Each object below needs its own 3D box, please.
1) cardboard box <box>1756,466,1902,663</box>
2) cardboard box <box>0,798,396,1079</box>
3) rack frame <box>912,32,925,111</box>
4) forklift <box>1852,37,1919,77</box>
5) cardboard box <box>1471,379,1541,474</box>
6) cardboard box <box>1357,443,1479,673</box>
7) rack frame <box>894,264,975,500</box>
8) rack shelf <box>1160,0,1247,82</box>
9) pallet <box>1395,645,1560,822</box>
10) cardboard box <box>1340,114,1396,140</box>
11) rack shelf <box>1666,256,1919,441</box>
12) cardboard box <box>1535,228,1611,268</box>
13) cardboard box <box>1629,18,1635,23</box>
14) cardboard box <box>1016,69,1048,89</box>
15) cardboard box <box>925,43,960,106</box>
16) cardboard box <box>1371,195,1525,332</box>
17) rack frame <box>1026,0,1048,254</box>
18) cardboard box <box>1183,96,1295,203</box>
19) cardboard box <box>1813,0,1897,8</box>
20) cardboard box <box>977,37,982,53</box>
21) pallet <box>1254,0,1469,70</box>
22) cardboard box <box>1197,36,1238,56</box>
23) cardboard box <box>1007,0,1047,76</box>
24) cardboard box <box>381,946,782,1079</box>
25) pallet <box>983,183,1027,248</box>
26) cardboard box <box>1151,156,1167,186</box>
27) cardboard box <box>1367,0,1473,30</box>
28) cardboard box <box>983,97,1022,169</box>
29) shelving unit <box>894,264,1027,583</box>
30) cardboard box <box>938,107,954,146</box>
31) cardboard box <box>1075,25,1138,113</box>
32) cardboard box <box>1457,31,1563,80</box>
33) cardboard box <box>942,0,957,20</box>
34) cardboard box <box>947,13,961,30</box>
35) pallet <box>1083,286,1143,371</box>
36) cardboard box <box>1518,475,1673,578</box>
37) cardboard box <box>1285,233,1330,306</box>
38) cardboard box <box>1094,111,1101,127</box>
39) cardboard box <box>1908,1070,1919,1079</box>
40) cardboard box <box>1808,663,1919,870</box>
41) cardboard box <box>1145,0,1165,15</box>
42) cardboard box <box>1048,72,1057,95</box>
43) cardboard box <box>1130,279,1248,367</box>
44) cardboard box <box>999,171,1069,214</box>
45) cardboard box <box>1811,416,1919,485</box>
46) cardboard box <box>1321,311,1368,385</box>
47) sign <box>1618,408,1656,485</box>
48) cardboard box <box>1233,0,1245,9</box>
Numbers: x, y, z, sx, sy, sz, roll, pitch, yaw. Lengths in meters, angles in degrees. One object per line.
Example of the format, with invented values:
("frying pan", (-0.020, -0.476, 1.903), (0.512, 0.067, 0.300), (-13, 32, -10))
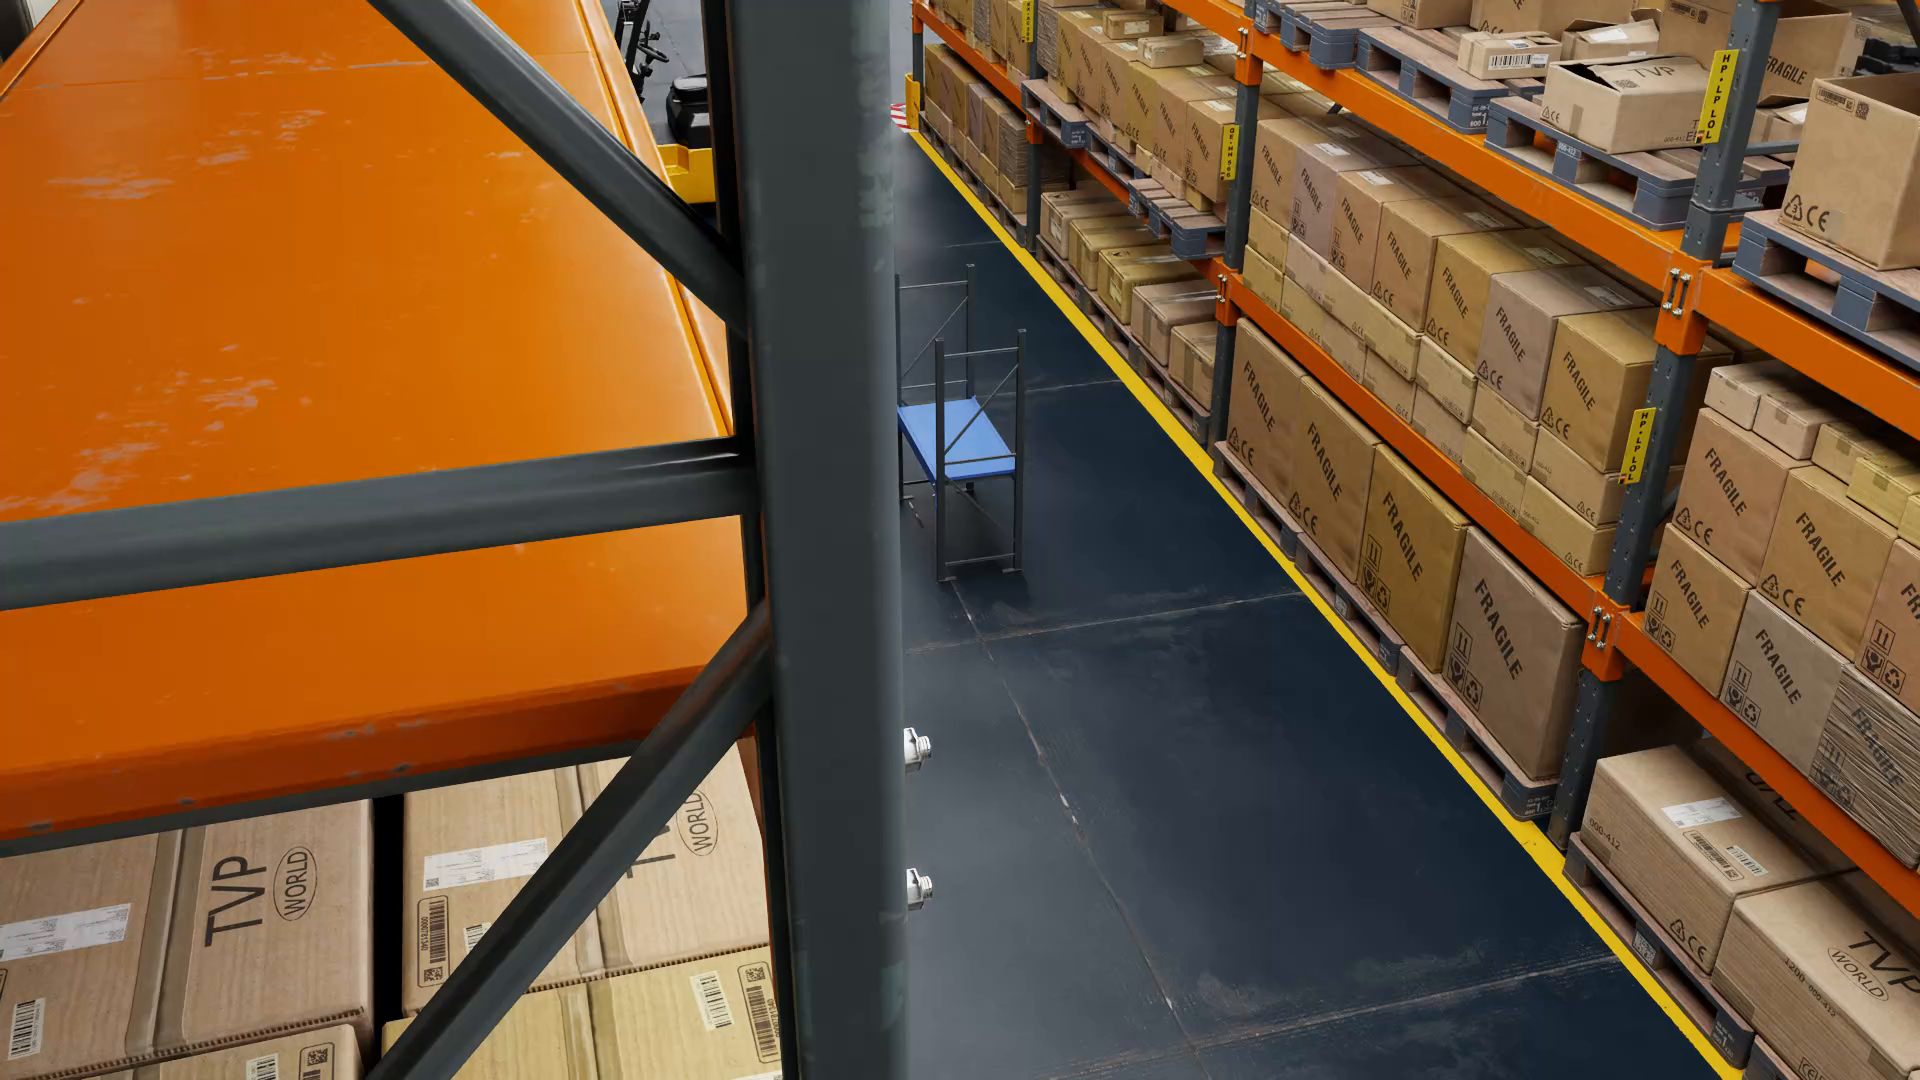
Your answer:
("cardboard box", (3.209, 0.053, 5.797), (0.500, 0.500, 0.500), (-8, 31, -14))
("cardboard box", (-1.059, 0.609, 2.295), (0.500, 0.250, 0.500), (-9, 31, -15))
("rack frame", (0.003, -5.774, 16.962), (1.000, 3.000, 0.127), (-8, 31, -13))
("forklift", (4.997, -1.540, 9.716), (1.130, 2.935, 3.031), (-7, 31, -11))
("cardboard box", (2.697, -0.550, 7.588), (0.500, 0.250, 0.500), (-7, 31, -12))
("cardboard box", (2.699, 0.036, 8.626), (0.875, 0.875, 0.875), (-7, 31, -12))
("rack frame", (-0.158, -0.936, 10.101), (0.500, 1.500, 0.032), (-8, 31, -13))
("rack shelf", (1.596, -3.862, 11.384), (1.077, 0.370, 4.000), (-8, 31, -13))
("pallet", (2.911, 0.866, 8.273), (1.003, 0.211, 1.213), (-8, 31, -13))
("cardboard box", (2.516, -2.171, 9.639), (0.500, 0.500, 0.500), (-9, 31, -15))
("rack shelf", (3.719, 0.001, 4.708), (1.077, 0.370, 4.000), (-8, 31, -13))
("cardboard box", (3.056, -1.189, 7.943), (0.500, 0.500, 0.500), (-9, 31, -15))
("cardboard box", (5.825, -4.058, 13.898), (0.500, 0.500, 0.500), (-8, 31, -13))
("cardboard box", (0.686, -3.848, 13.885), (0.380, 0.149, 0.250), (-8, 31, -14))
("cardboard box", (-0.043, -4.652, 16.601), (0.500, 0.500, 0.500), (-9, 31, -15))
("cardboard box", (2.416, -1.381, 8.274), (0.500, 0.500, 0.500), (-7, 31, -12))
("rack frame", (1.065, -3.842, 13.624), (1.000, 3.000, 0.127), (-8, 31, -13))
("cardboard box", (1.738, -2.446, 10.397), (0.500, 0.500, 0.500), (-9, 31, -15))
("cardboard box", (6.489, -3.802, 12.458), (0.700, 0.500, 0.500), (-8, 31, -14))
("cardboard box", (0.374, -4.465, 14.952), (0.380, 0.149, 0.250), (-8, 31, -14))
("pallet", (2.349, -2.822, 9.057), (1.213, 0.211, 1.003), (-6, 31, -11))
("cardboard box", (1.812, -3.260, 11.804), (0.500, 0.500, 0.500), (-9, 31, -15))
("cardboard box", (0.707, -4.195, 13.838), (0.500, 0.500, 0.500), (-9, 31, -15))
("cardboard box", (-0.410, 0.790, 1.982), (0.500, 0.250, 0.500), (-8, 31, -14))
("pallet", (0.852, -2.954, 14.875), (1.003, 0.211, 1.213), (-8, 31, -13))
("cardboard box", (1.503, -2.468, 11.082), (0.380, 0.149, 0.250), (-9, 31, -16))
("cardboard box", (2.572, -2.980, 8.622), (0.700, 0.500, 0.500), (-9, 31, -16))
("cardboard box", (0.512, -3.653, 14.876), (0.500, 0.500, 0.500), (-7, 31, -12))
("shelving unit", (-0.023, -0.690, 9.677), (0.538, 1.500, 1.048), (-8, 31, -13))
("cardboard box", (0.079, -4.091, 16.381), (0.500, 0.250, 0.500), (-7, 31, -11))
("cardboard box", (1.164, -3.448, 12.128), (0.500, 0.500, 0.500), (-8, 31, -14))
("cardboard box", (2.542, -2.250, 7.694), (0.380, 0.166, 0.250), (-5, 30, -9))
("cardboard box", (0.138, -5.184, 15.547), (0.500, 0.500, 0.500), (-8, 31, -14))
("cardboard box", (0.091, -4.965, 15.816), (0.380, 0.149, 0.250), (-7, 31, -12))
("pallet", (1.600, -1.669, 12.653), (1.003, 0.211, 1.213), (-8, 31, -13))
("cardboard box", (2.826, -0.096, 7.302), (0.500, 0.250, 0.500), (-9, 31, -14))
("cardboard box", (2.159, -1.534, 9.287), (0.500, 0.250, 0.500), (-7, 31, -12))
("cardboard box", (1.205, -3.108, 12.187), (0.380, 0.149, 0.250), (-8, 31, -13))
("cardboard box", (3.727, 2.135, 5.437), (0.875, 0.438, 0.875), (-7, 31, -12))
("cardboard box", (3.316, 0.725, 5.634), (0.500, 0.500, 0.500), (-8, 31, -13))
("cardboard box", (1.601, -3.952, 12.351), (0.380, 0.149, 0.250), (-9, 31, -15))
("cardboard box", (0.907, -3.606, 13.048), (0.380, 0.149, 0.250), (-7, 31, -13))
("cardboard box", (1.783, -1.584, 11.927), (0.950, 0.372, 0.625), (-8, 31, -14))
("cardboard box", (0.649, -3.083, 14.639), (0.500, 0.250, 0.500), (-6, 31, -11))
("cardboard box", (3.214, -0.308, 5.773), (0.380, 0.149, 0.250), (-8, 31, -14))
("cardboard box", (2.301, -1.075, 8.994), (0.500, 0.250, 0.500), (-7, 31, -12))
("sign", (2.668, -0.368, 6.545), (0.100, 0.325, 0.005), (-8, 31, -13))
("cardboard box", (1.840, -3.223, 9.812), (0.380, 0.149, 0.250), (-8, 31, -13))
